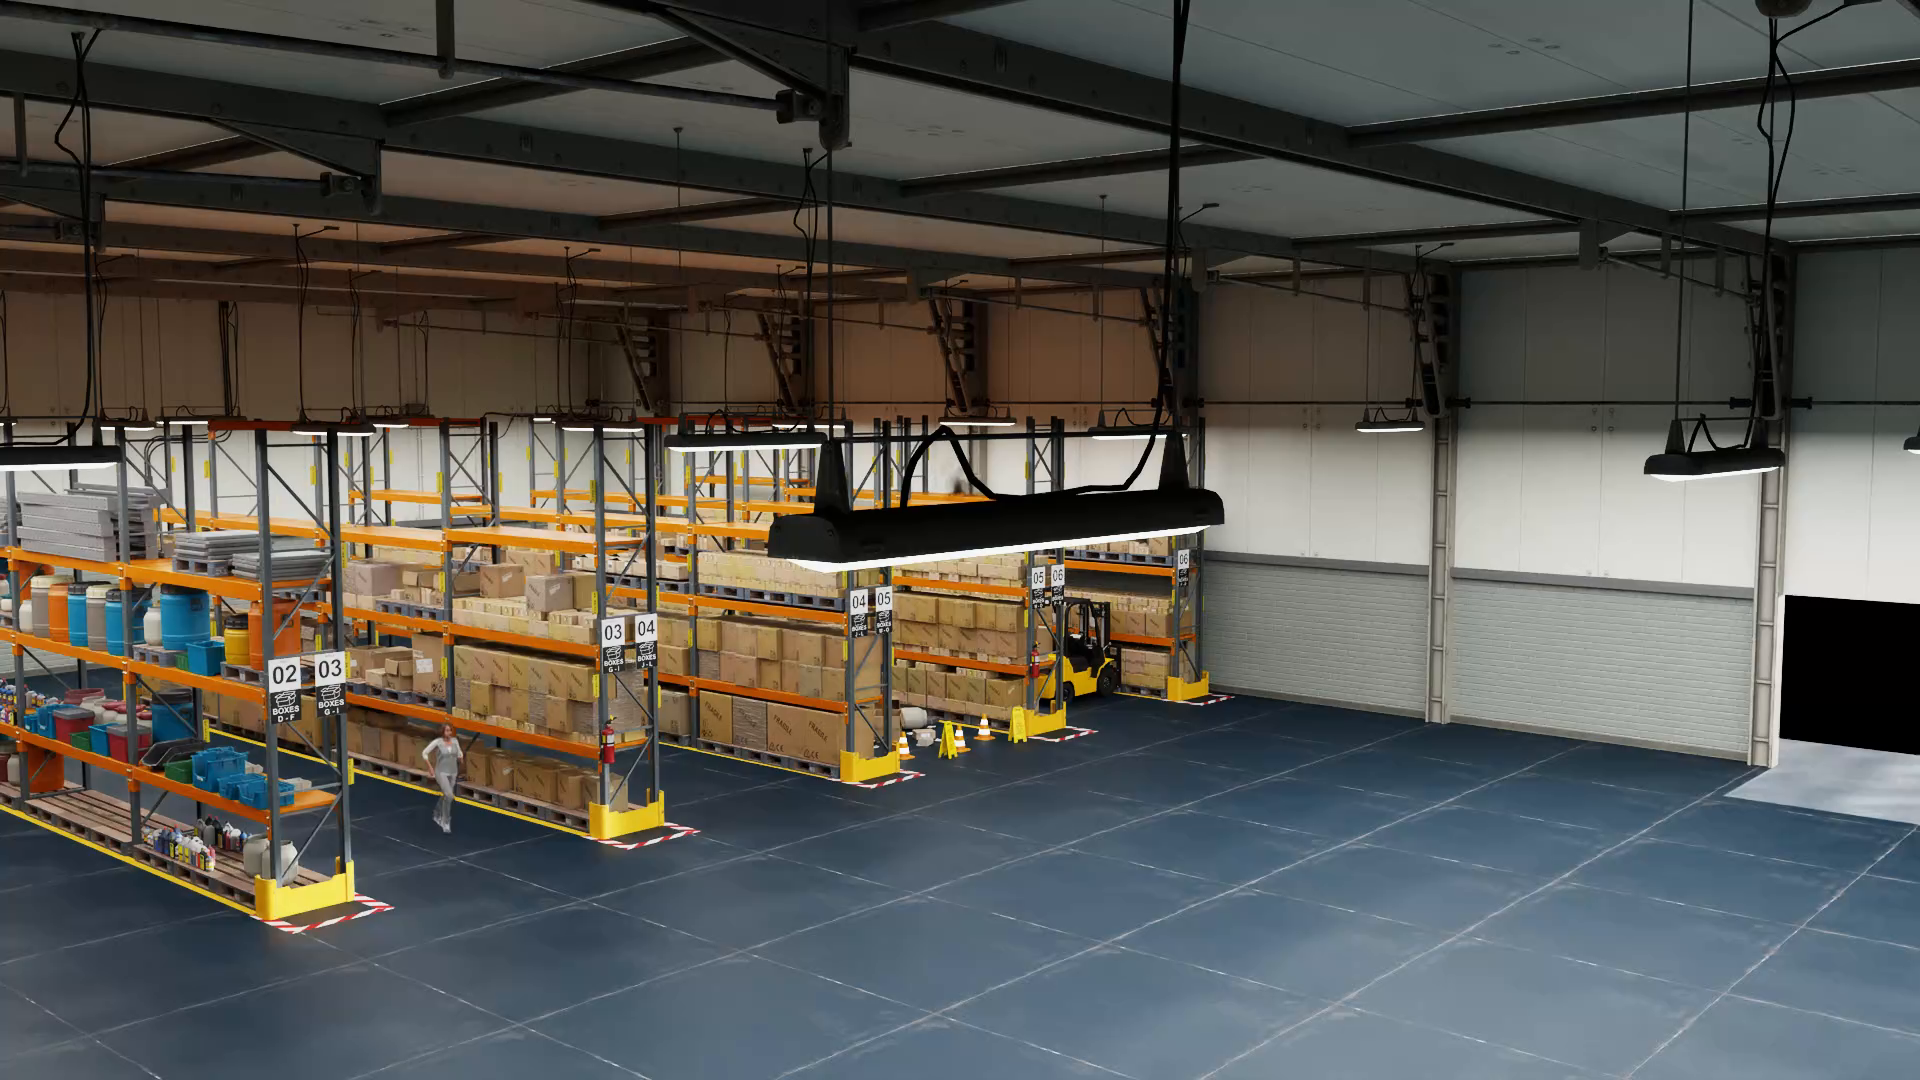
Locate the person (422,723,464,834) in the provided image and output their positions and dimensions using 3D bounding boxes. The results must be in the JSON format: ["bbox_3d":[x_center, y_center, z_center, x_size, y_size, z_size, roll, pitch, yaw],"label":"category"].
[{"bbox_3d":[-7.586,3.515,24.559,0.710,1.614,0.524,4,6,39],"label":"person"}]
